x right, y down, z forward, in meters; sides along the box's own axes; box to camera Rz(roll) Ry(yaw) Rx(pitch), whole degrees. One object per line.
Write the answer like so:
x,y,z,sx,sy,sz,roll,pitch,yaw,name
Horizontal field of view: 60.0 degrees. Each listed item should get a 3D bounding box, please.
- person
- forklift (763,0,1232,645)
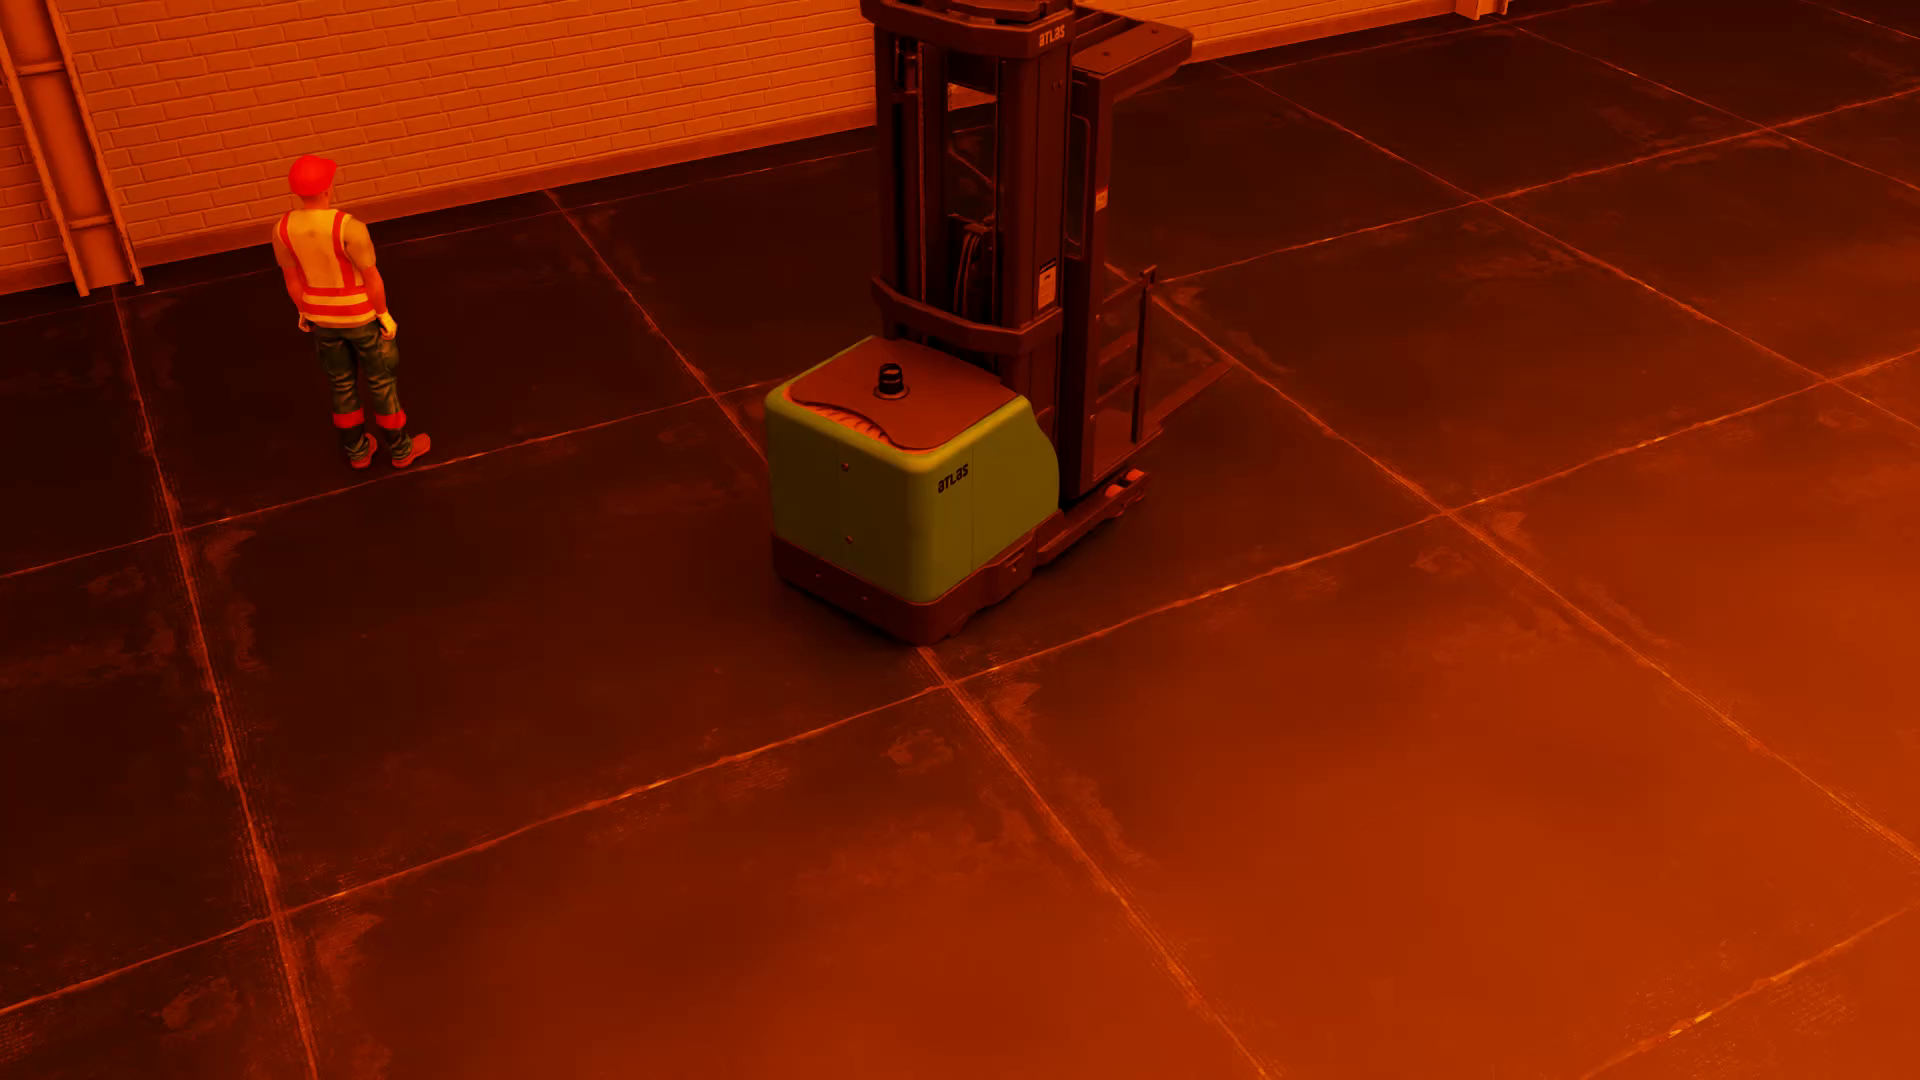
-3.244,-1.194,8.802,0.525,1.796,0.366,2,35,3,person
0.380,-1.486,8.225,1.130,2.935,3.031,25,42,31,forklift
